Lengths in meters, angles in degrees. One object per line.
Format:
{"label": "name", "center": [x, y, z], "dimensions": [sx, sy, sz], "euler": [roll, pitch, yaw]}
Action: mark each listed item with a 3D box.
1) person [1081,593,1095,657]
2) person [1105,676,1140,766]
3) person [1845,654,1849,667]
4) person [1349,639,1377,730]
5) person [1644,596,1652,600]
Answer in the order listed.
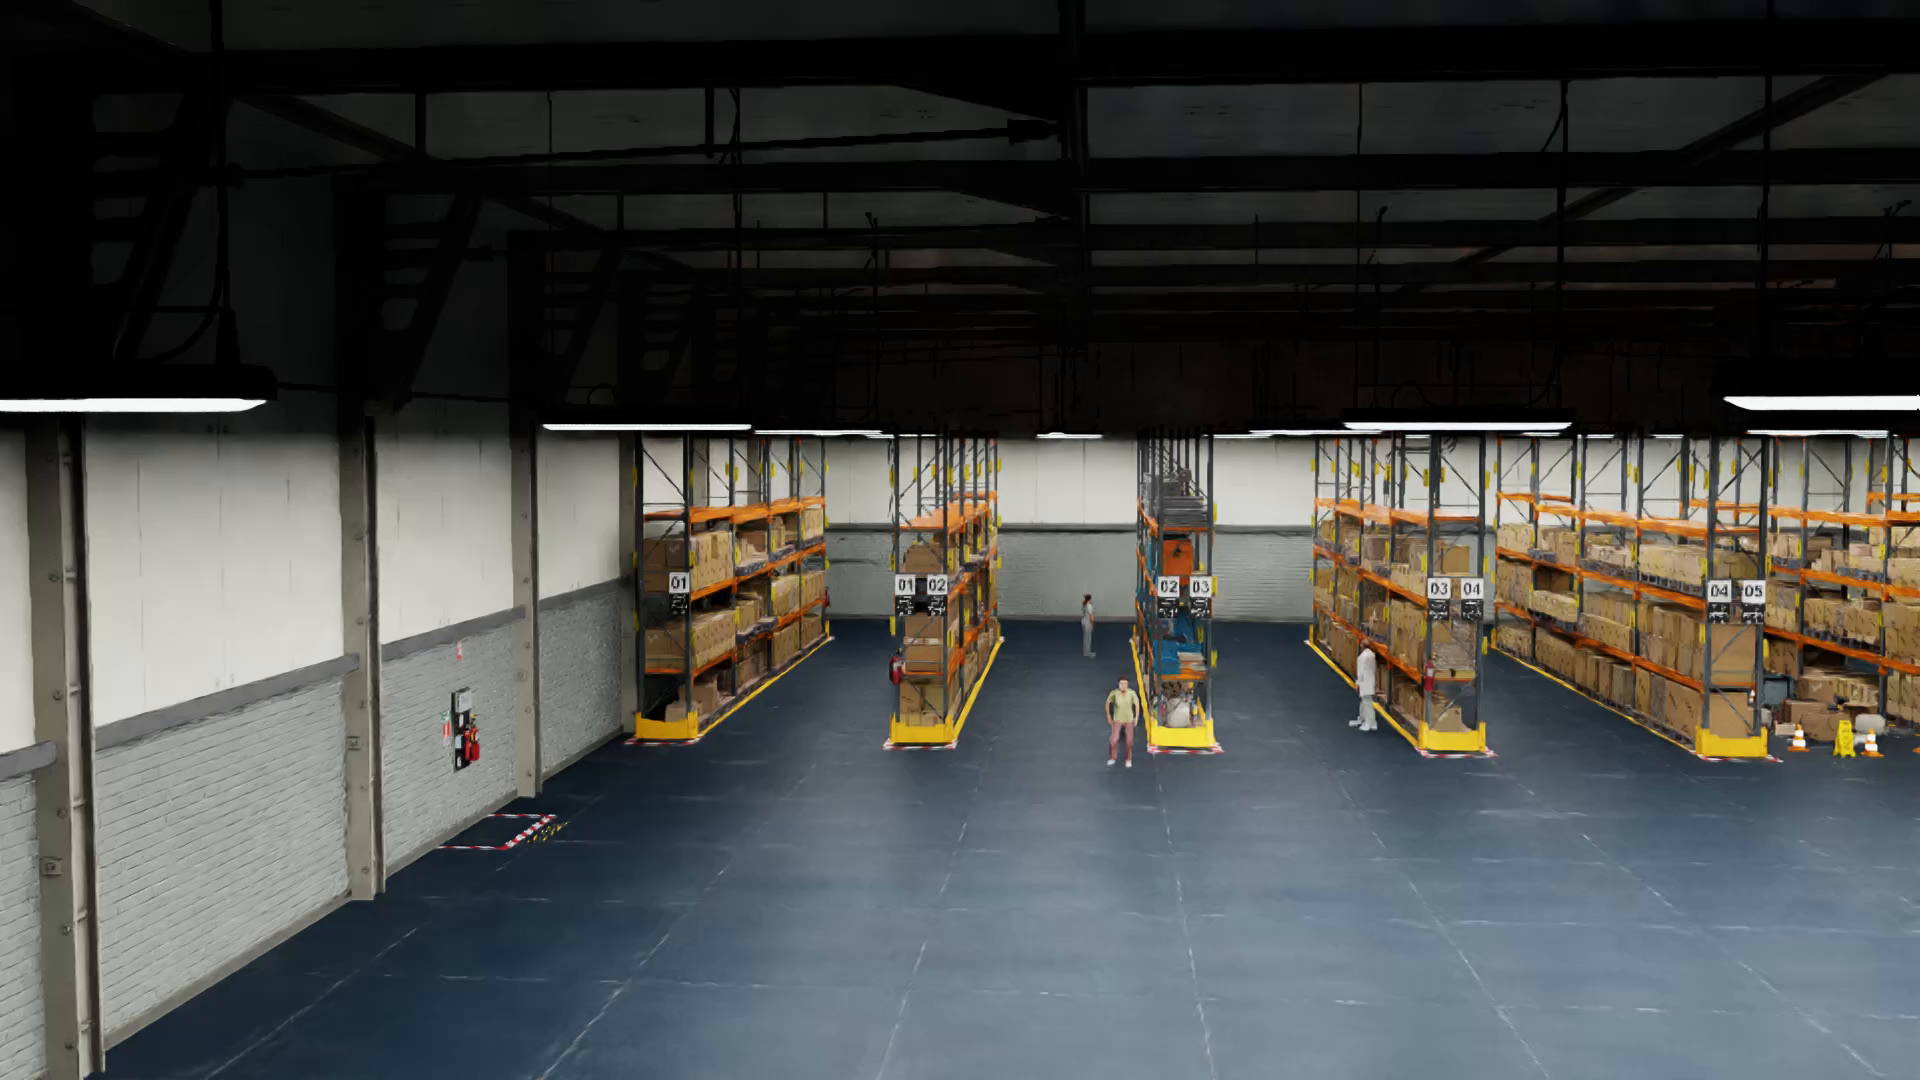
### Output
{"label": "person", "center": [3.403, 2.241, 43.823], "dimensions": [0.445, 1.674, 0.493], "euler": [-1, 4, -23]}
{"label": "person", "center": [2.848, 3.167, 29.152], "dimensions": [0.598, 1.619, 0.507], "euler": [0, 3, 3]}
{"label": "person", "center": [22.165, 2.294, 42.015], "dimensions": [0.588, 1.782, 0.677], "euler": [2, 4, 30]}
{"label": "person", "center": [7.999, 2.834, 32.965], "dimensions": [0.641, 1.774, 0.684], "euler": [2, 4, 31]}
{"label": "person", "center": [18.177, 2.311, 43.862], "dimensions": [0.426, 1.578, 0.438], "euler": [1, 4, 17]}
